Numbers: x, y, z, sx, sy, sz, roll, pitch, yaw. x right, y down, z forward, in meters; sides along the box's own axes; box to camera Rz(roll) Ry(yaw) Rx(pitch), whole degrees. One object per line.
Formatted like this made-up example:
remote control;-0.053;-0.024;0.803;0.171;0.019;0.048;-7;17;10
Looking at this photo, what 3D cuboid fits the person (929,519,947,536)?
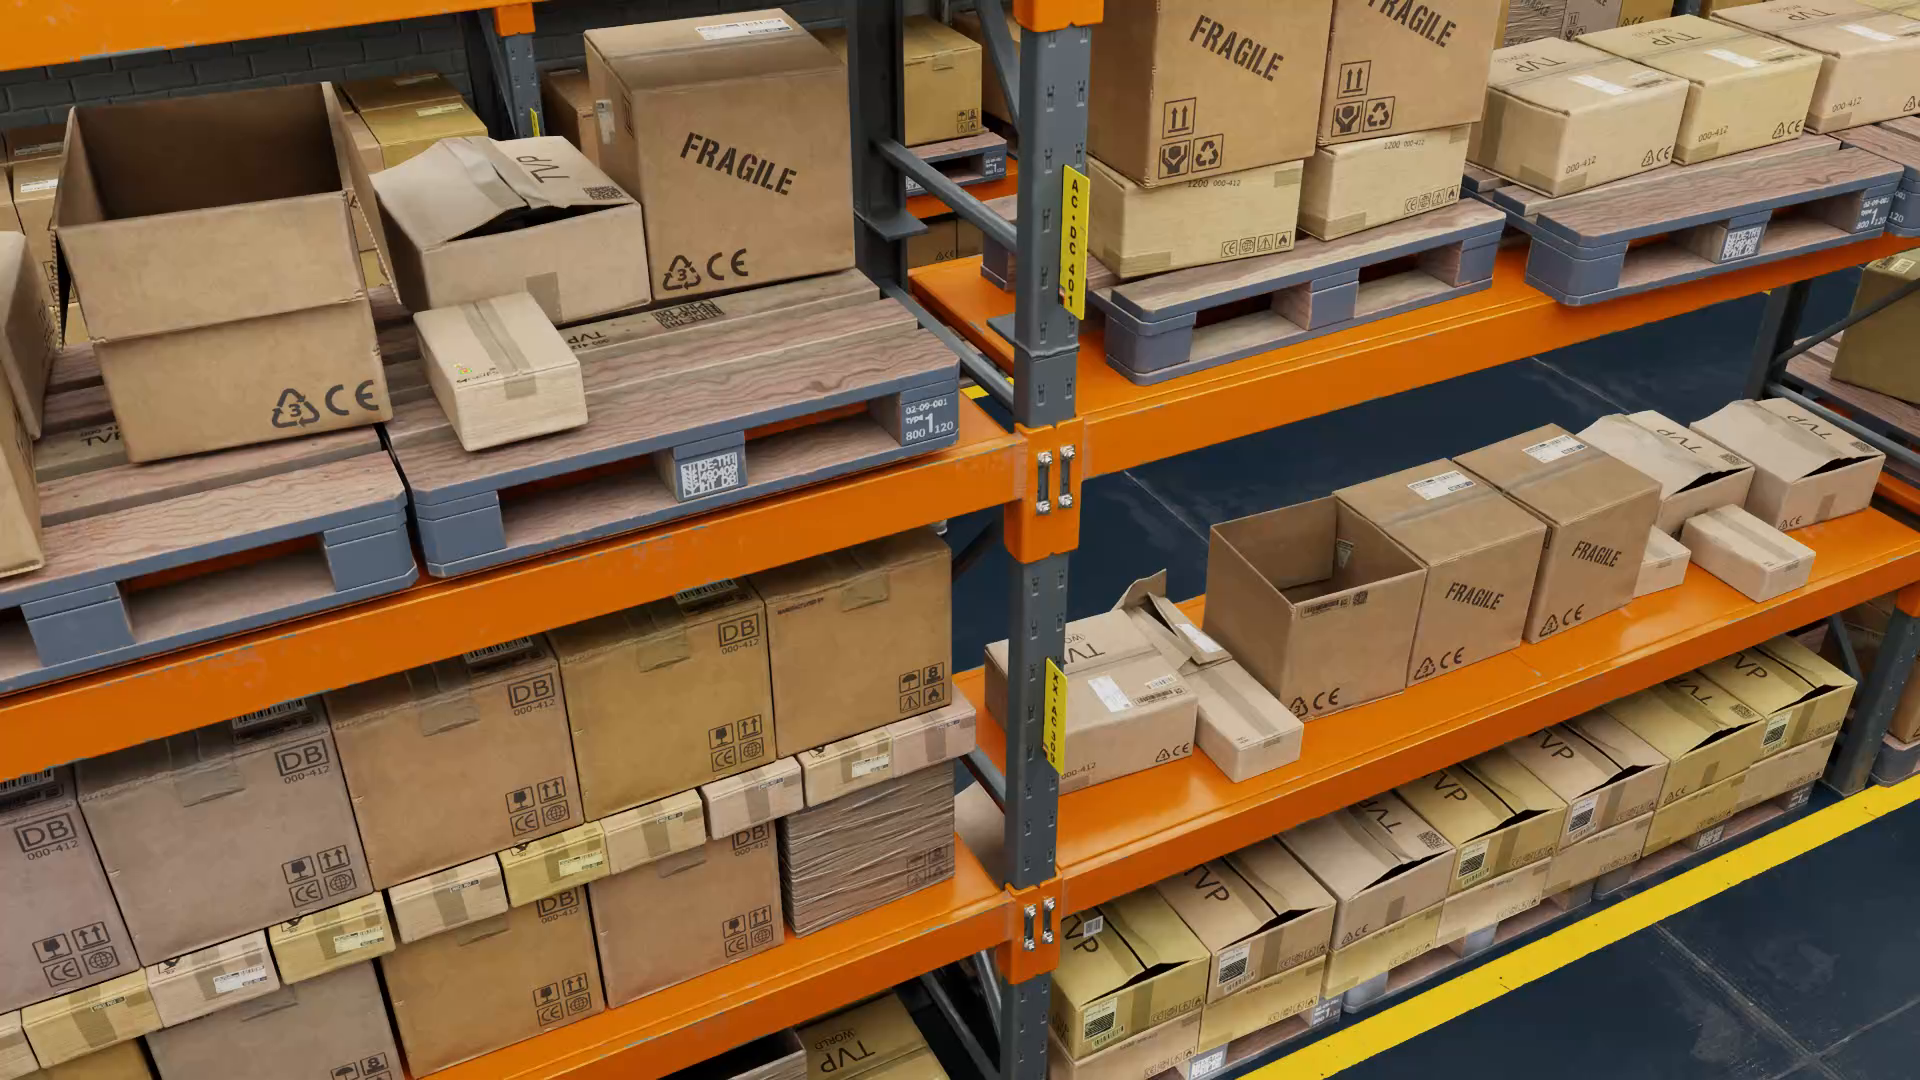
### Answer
person;-0.303;-0.723;8.237;0.554;1.665;0.468;-18;37;-25
